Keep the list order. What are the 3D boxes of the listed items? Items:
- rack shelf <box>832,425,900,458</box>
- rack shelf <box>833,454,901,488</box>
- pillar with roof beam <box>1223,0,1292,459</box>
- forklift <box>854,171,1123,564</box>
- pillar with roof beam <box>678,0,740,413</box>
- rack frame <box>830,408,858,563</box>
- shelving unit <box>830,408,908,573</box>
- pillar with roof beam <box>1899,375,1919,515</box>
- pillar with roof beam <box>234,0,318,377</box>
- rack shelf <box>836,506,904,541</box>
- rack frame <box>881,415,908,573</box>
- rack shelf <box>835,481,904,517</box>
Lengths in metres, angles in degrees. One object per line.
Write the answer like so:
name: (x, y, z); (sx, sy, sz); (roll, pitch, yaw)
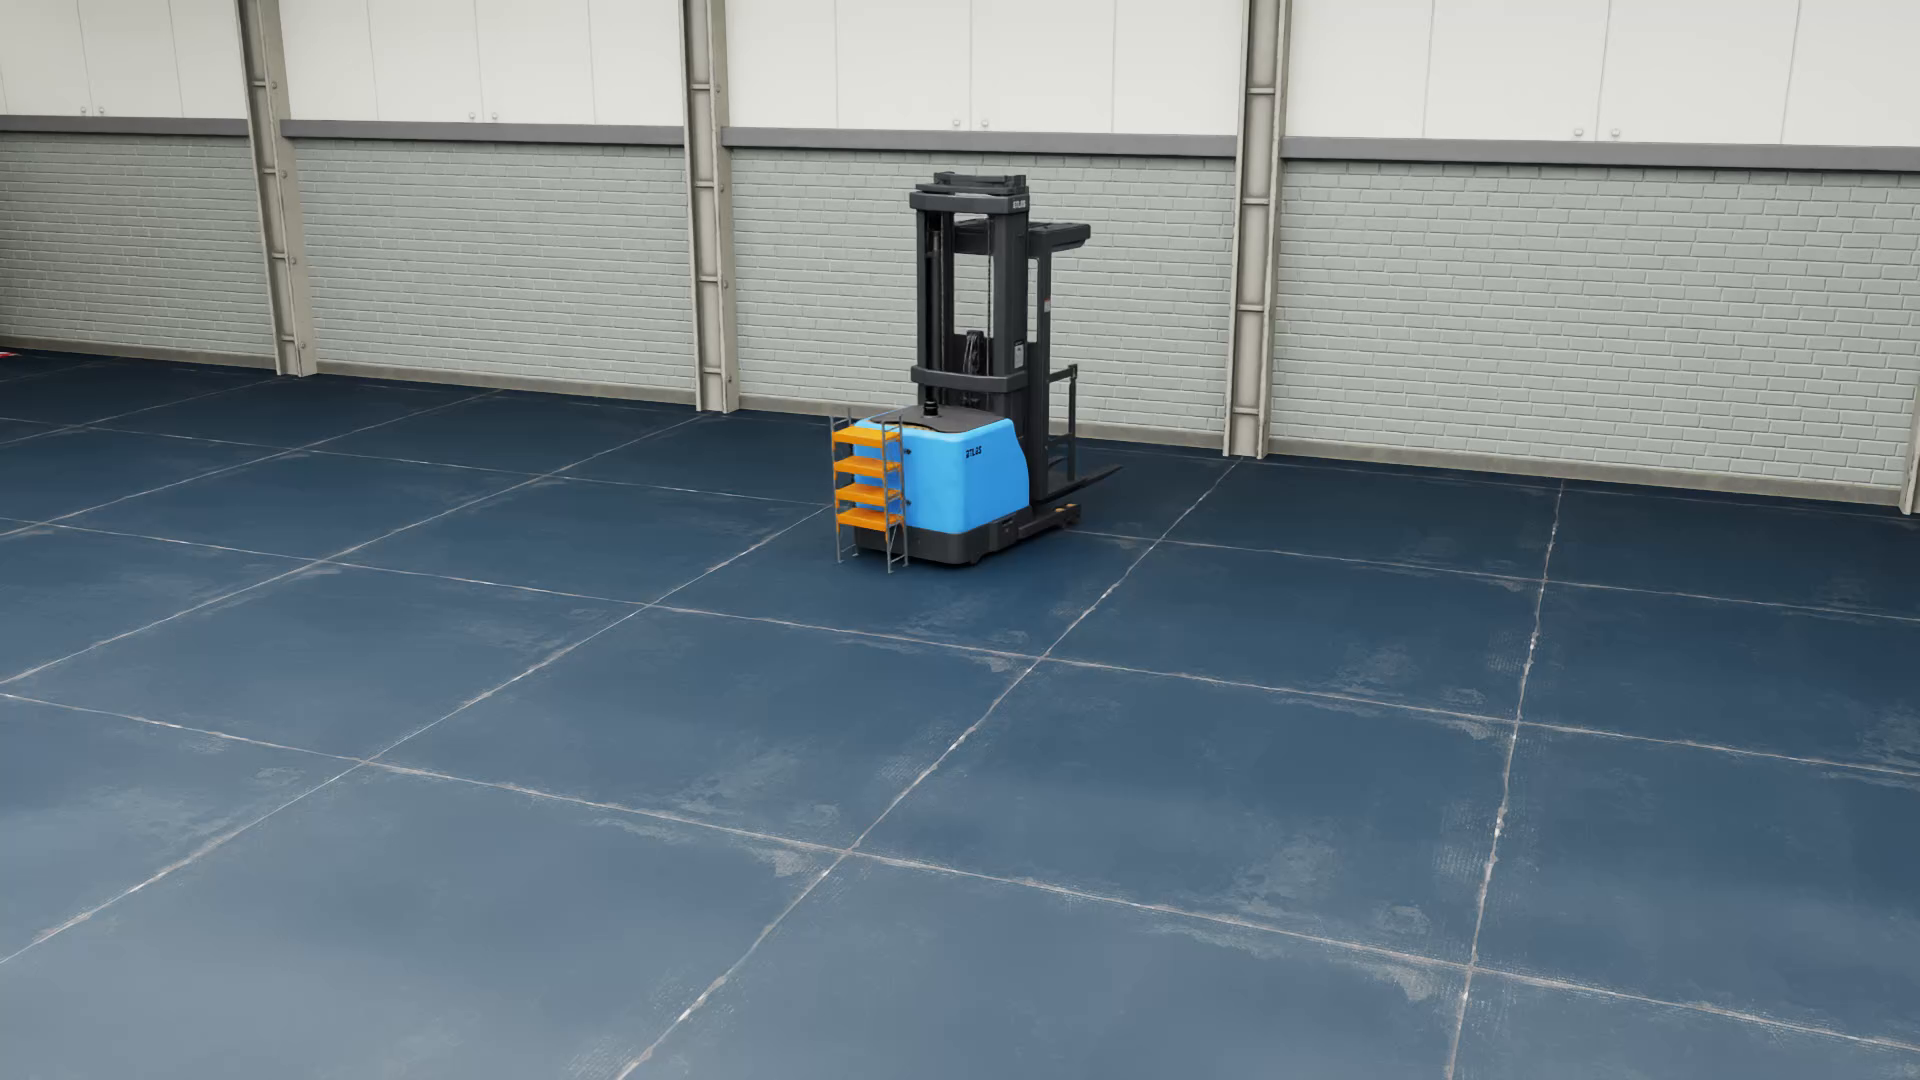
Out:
rack shelf: (-0.710, -0.756, 12.695); (0.480, 0.148, 0.258); (11, 22, 33)
rack shelf: (-0.703, -0.532, 12.770); (0.480, 0.148, 0.258); (11, 22, 33)
pillar with roof beam: (1.278, -4.065, 11.534); (0.400, 9.000, 9.100); (6, 17, 21)
forklift: (0.383, -1.575, 13.842); (1.130, 2.935, 3.031); (10, 19, 32)
pillar with roof beam: (-4.304, -4.679, 13.649); (0.400, 9.000, 9.100); (6, 17, 21)
rack frame: (-0.901, -0.422, 12.951); (0.015, 1.200, 0.240); (11, 22, 33)
shelving unit: (-0.698, -0.384, 12.820); (0.503, 1.200, 0.258); (11, 22, 33)
pillar with roof beam: (6.859, -3.451, 9.420); (0.400, 9.000, 9.100); (6, 17, 21)
pillar with roof beam: (-9.886, -5.292, 15.763); (0.400, 9.000, 9.100); (6, 17, 21)
rack shelf: (-0.691, -0.132, 12.904); (0.480, 0.148, 0.258); (11, 22, 33)
rack frame: (-0.496, -0.346, 12.688); (0.015, 1.200, 0.240); (11, 22, 33)
rack shelf: (-0.697, -0.320, 12.841); (0.480, 0.148, 0.258); (11, 22, 33)
